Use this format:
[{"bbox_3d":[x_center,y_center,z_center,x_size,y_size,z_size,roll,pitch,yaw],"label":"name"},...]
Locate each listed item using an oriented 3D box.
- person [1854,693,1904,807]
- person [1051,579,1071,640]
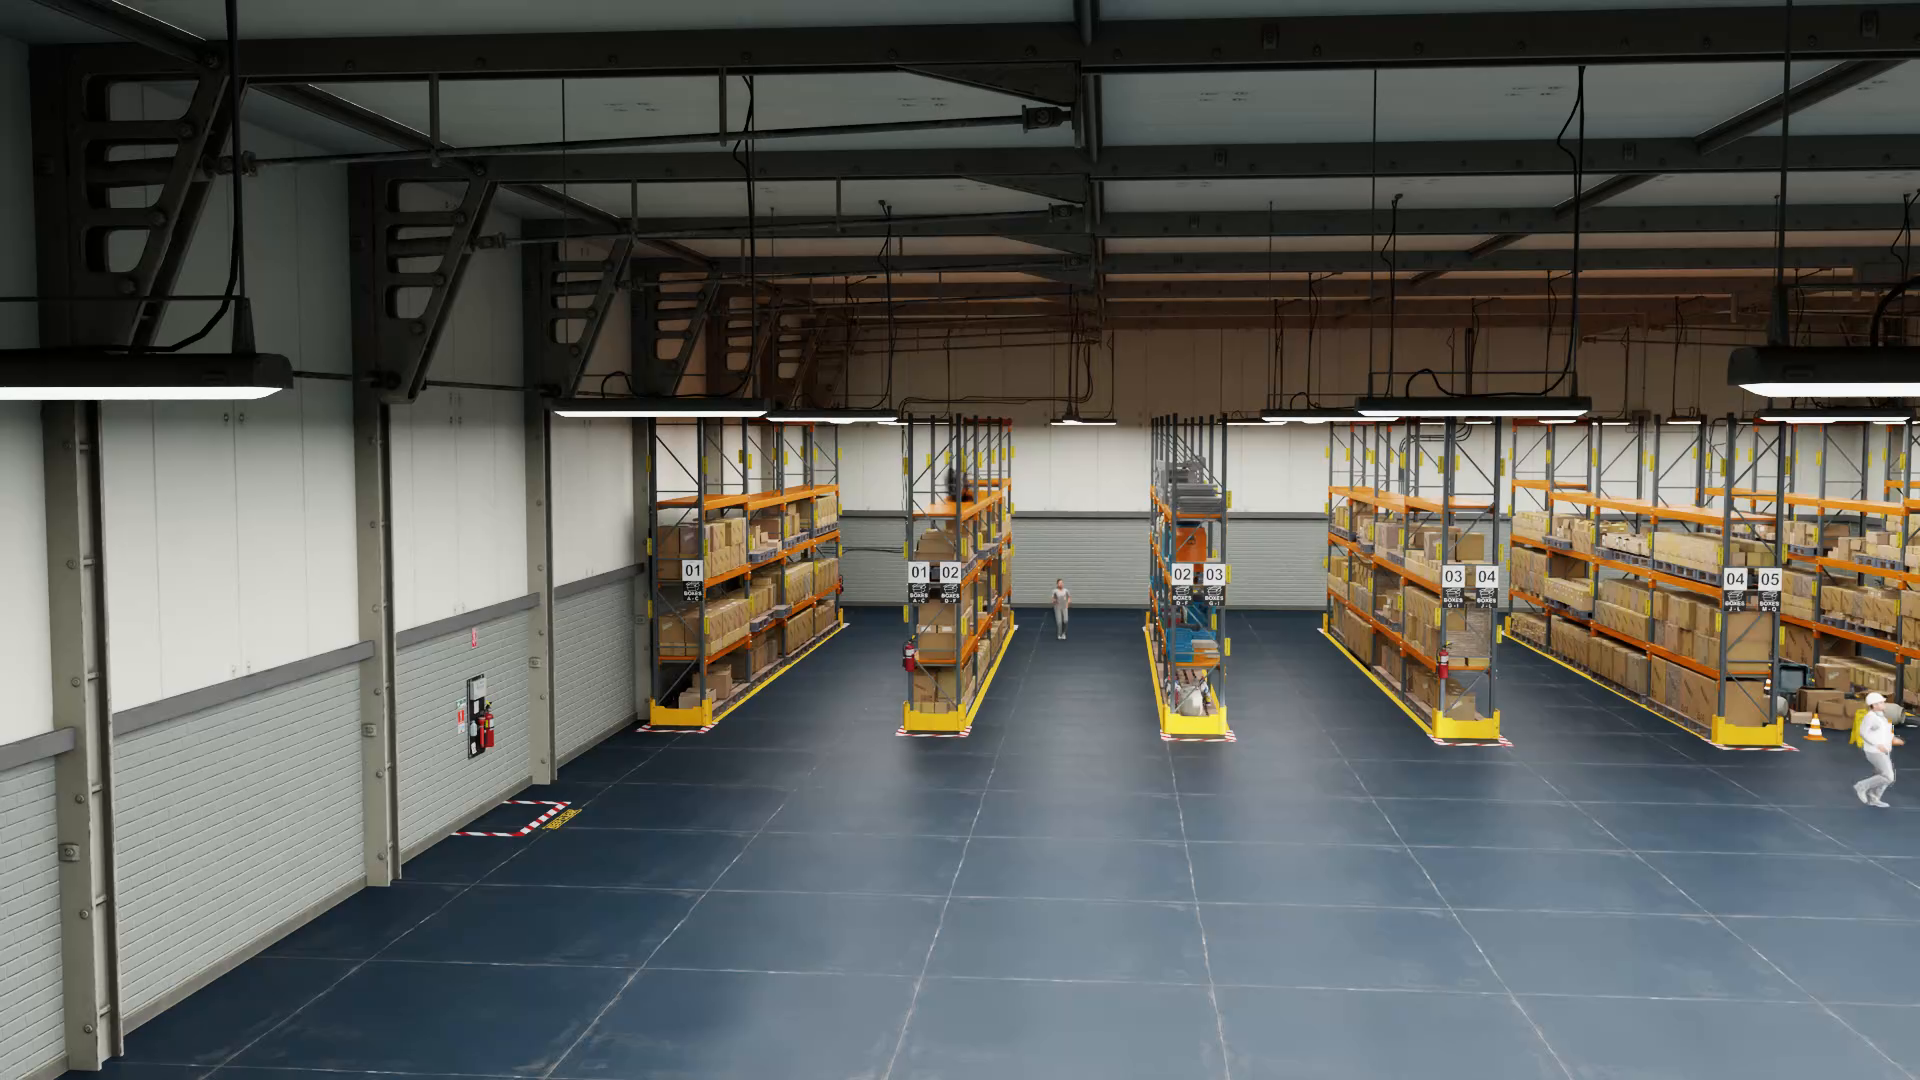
[{"bbox_3d":[13.857,3.170,25.072,0.600,1.723,0.656,3,5,41],"label":"person"},{"bbox_3d":[2.735,1.878,44.830,0.549,1.649,0.604,0,4,-3],"label":"person"}]
